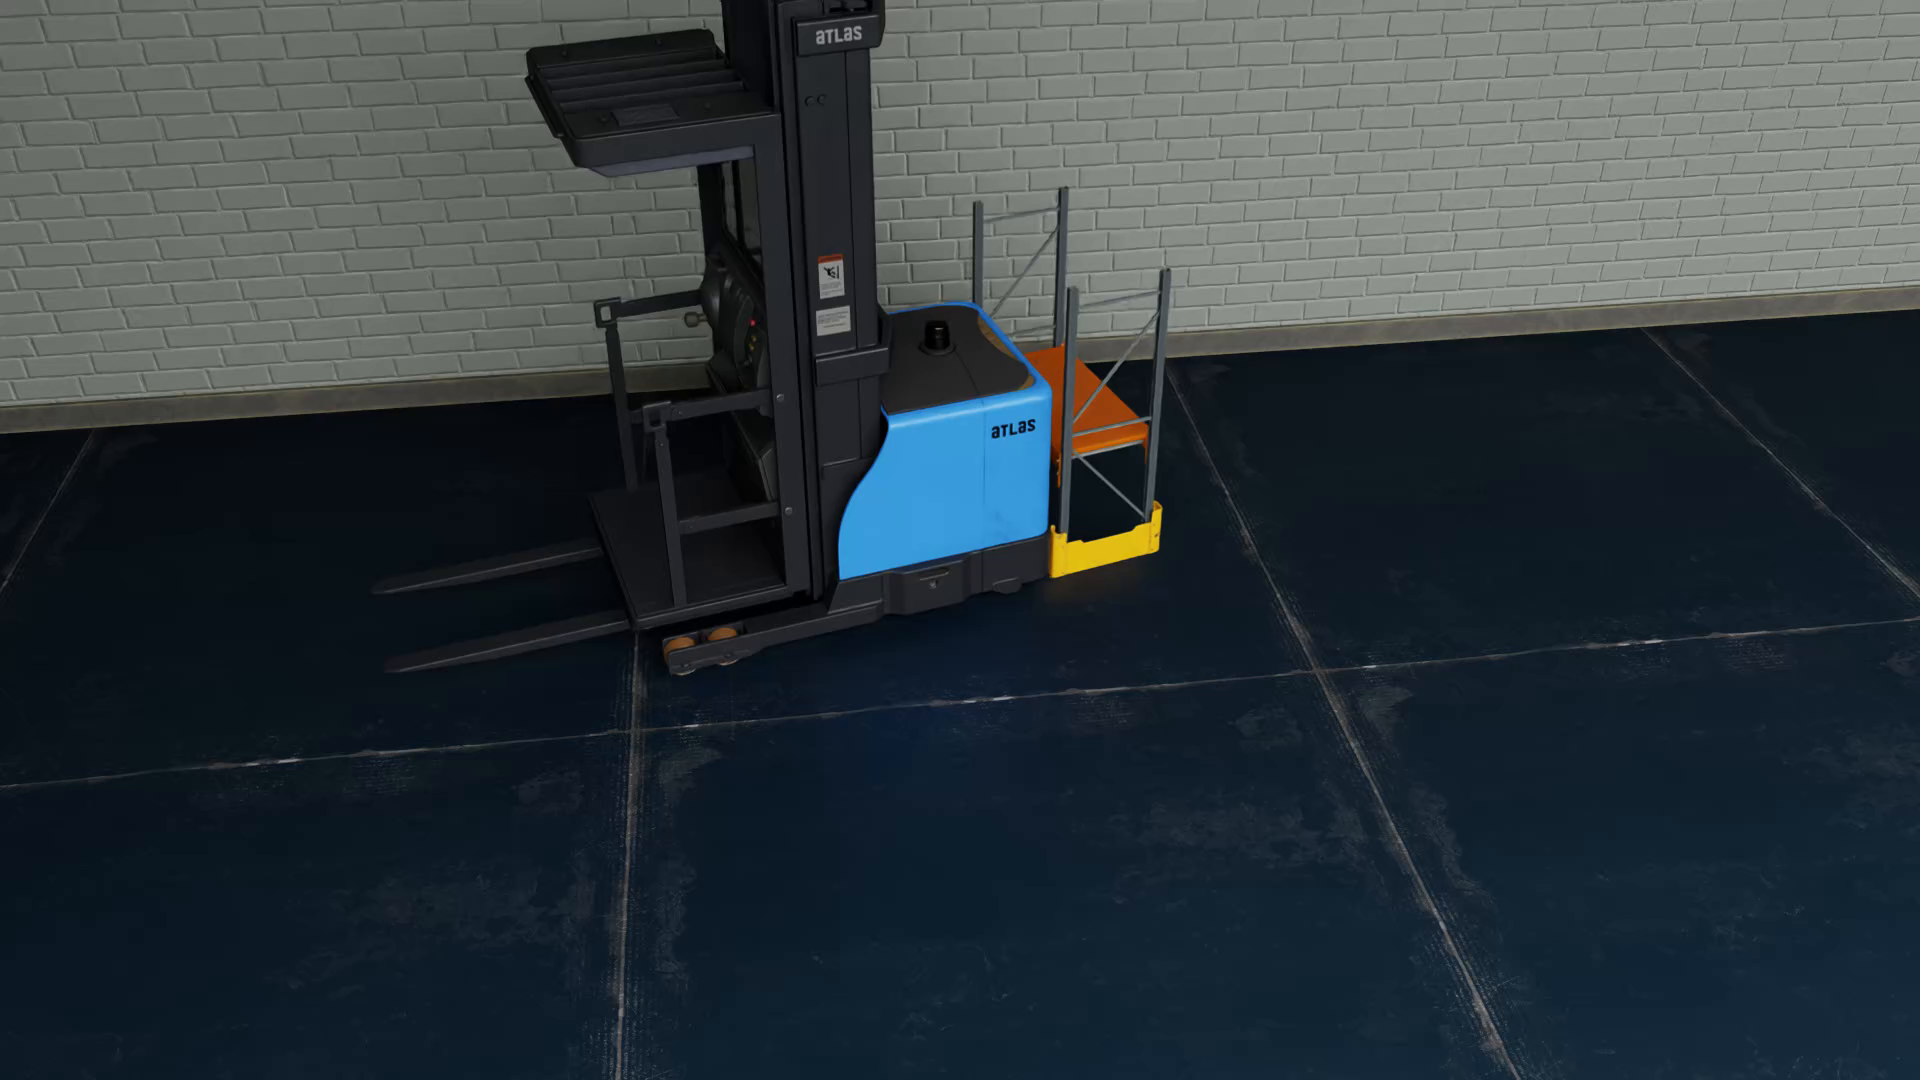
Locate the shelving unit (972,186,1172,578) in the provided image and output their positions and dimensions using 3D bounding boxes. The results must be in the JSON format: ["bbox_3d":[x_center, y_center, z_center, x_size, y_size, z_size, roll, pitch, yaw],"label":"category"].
[{"bbox_3d":[0.501,-0.780,8.063,0.587,1.500,1.083,-14,37,-19],"label":"shelving unit"}]

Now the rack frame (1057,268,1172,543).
[{"bbox_3d":[0.699,-0.522,7.684,0.500,1.500,0.032,-14,37,-19],"label":"rack frame"}]

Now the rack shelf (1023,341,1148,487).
[{"bbox_3d":[0.497,-0.636,8.171,0.538,0.185,1.000,-14,37,-19],"label":"rack shelf"}]

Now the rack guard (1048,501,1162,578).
[{"bbox_3d":[0.698,-0.006,8.037,0.587,0.250,0.087,-14,37,-19],"label":"rack guard"}]

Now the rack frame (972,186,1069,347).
[{"bbox_3d":[0.296,-1.048,8.455,0.500,1.500,0.032,-14,37,-19],"label":"rack frame"}]

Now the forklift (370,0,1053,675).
[{"bbox_3d":[-1.145,-0.951,7.042,3.031,2.935,1.130,-12,36,-17],"label":"forklift"}]
